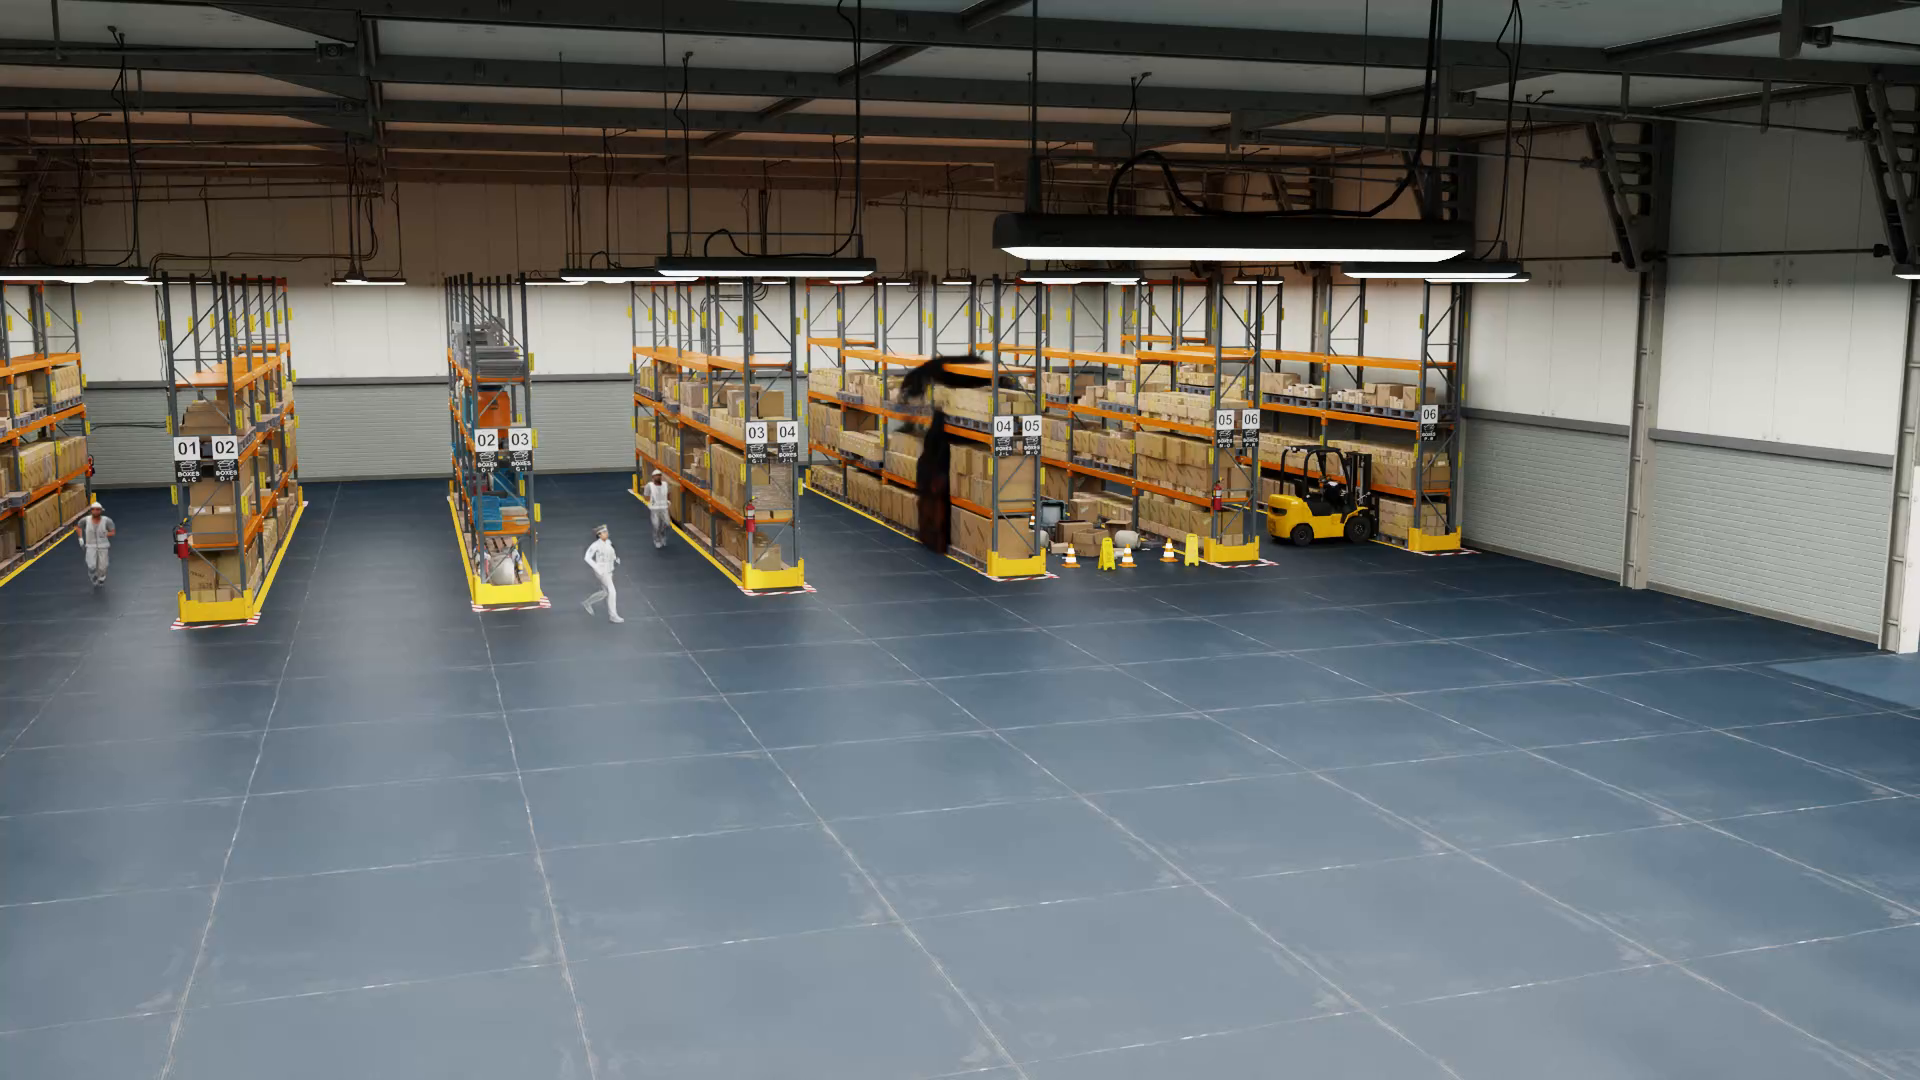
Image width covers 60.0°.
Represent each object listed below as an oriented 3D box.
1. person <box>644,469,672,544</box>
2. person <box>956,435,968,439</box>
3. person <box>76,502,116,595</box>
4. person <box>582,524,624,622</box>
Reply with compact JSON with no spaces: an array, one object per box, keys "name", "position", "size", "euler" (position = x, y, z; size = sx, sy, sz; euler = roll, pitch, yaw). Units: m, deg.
[{"name":"person","position":[-6.629,-0.711,36.709],"size":[0.666,1.681,0.608],"euler":[-4,9,-22]},{"name":"person","position":[0.172,-2.859,51.342],"size":[0.922,1.715,0.689],"euler":[2,9,10]},{"name":"person","position":[-16.156,0.159,31.146],"size":[0.647,1.751,0.735],"euler":[-5,10,-28]},{"name":"person","position":[-6.190,0.567,28.820],"size":[0.803,1.698,0.607],"euler":[3,9,20]}]
